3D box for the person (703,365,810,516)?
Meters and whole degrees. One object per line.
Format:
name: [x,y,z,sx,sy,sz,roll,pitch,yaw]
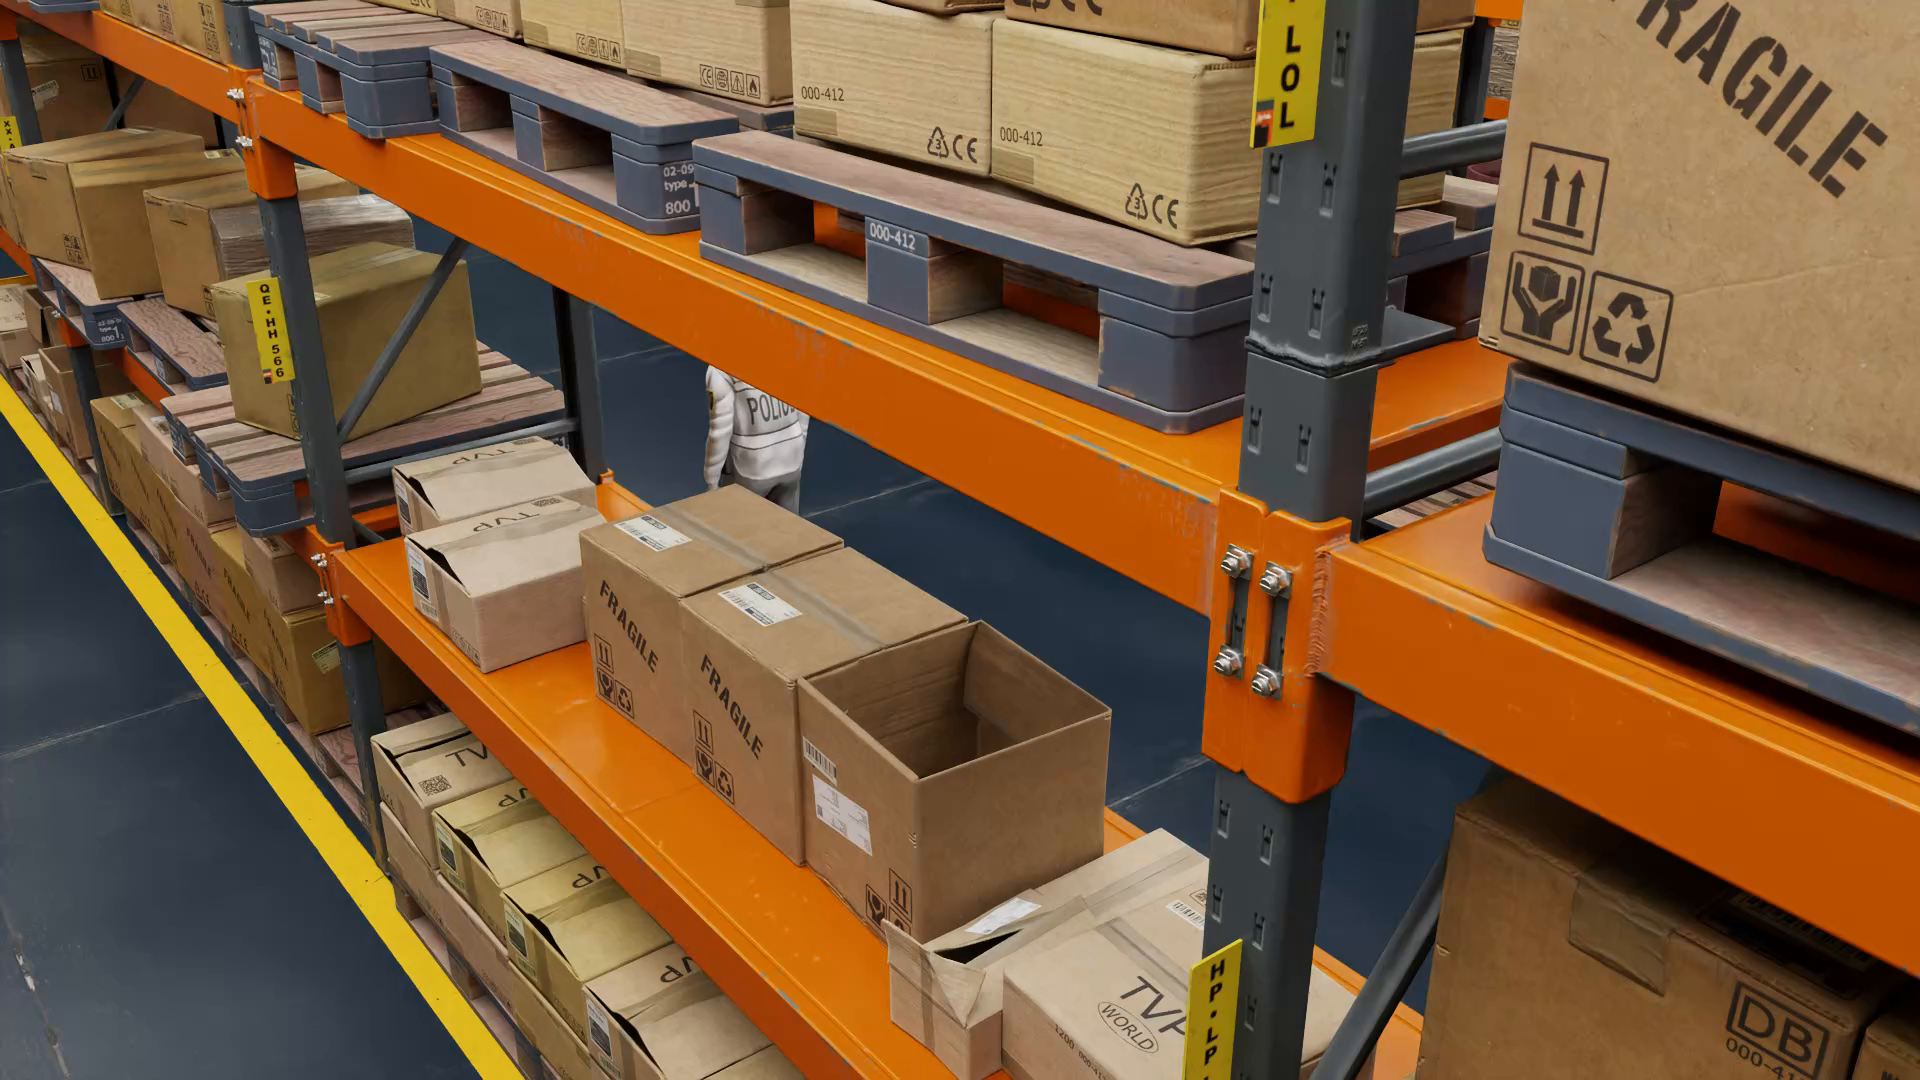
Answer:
person: [-0.894,-0.320,7.292,0.530,1.663,0.416,-21,32,-37]
